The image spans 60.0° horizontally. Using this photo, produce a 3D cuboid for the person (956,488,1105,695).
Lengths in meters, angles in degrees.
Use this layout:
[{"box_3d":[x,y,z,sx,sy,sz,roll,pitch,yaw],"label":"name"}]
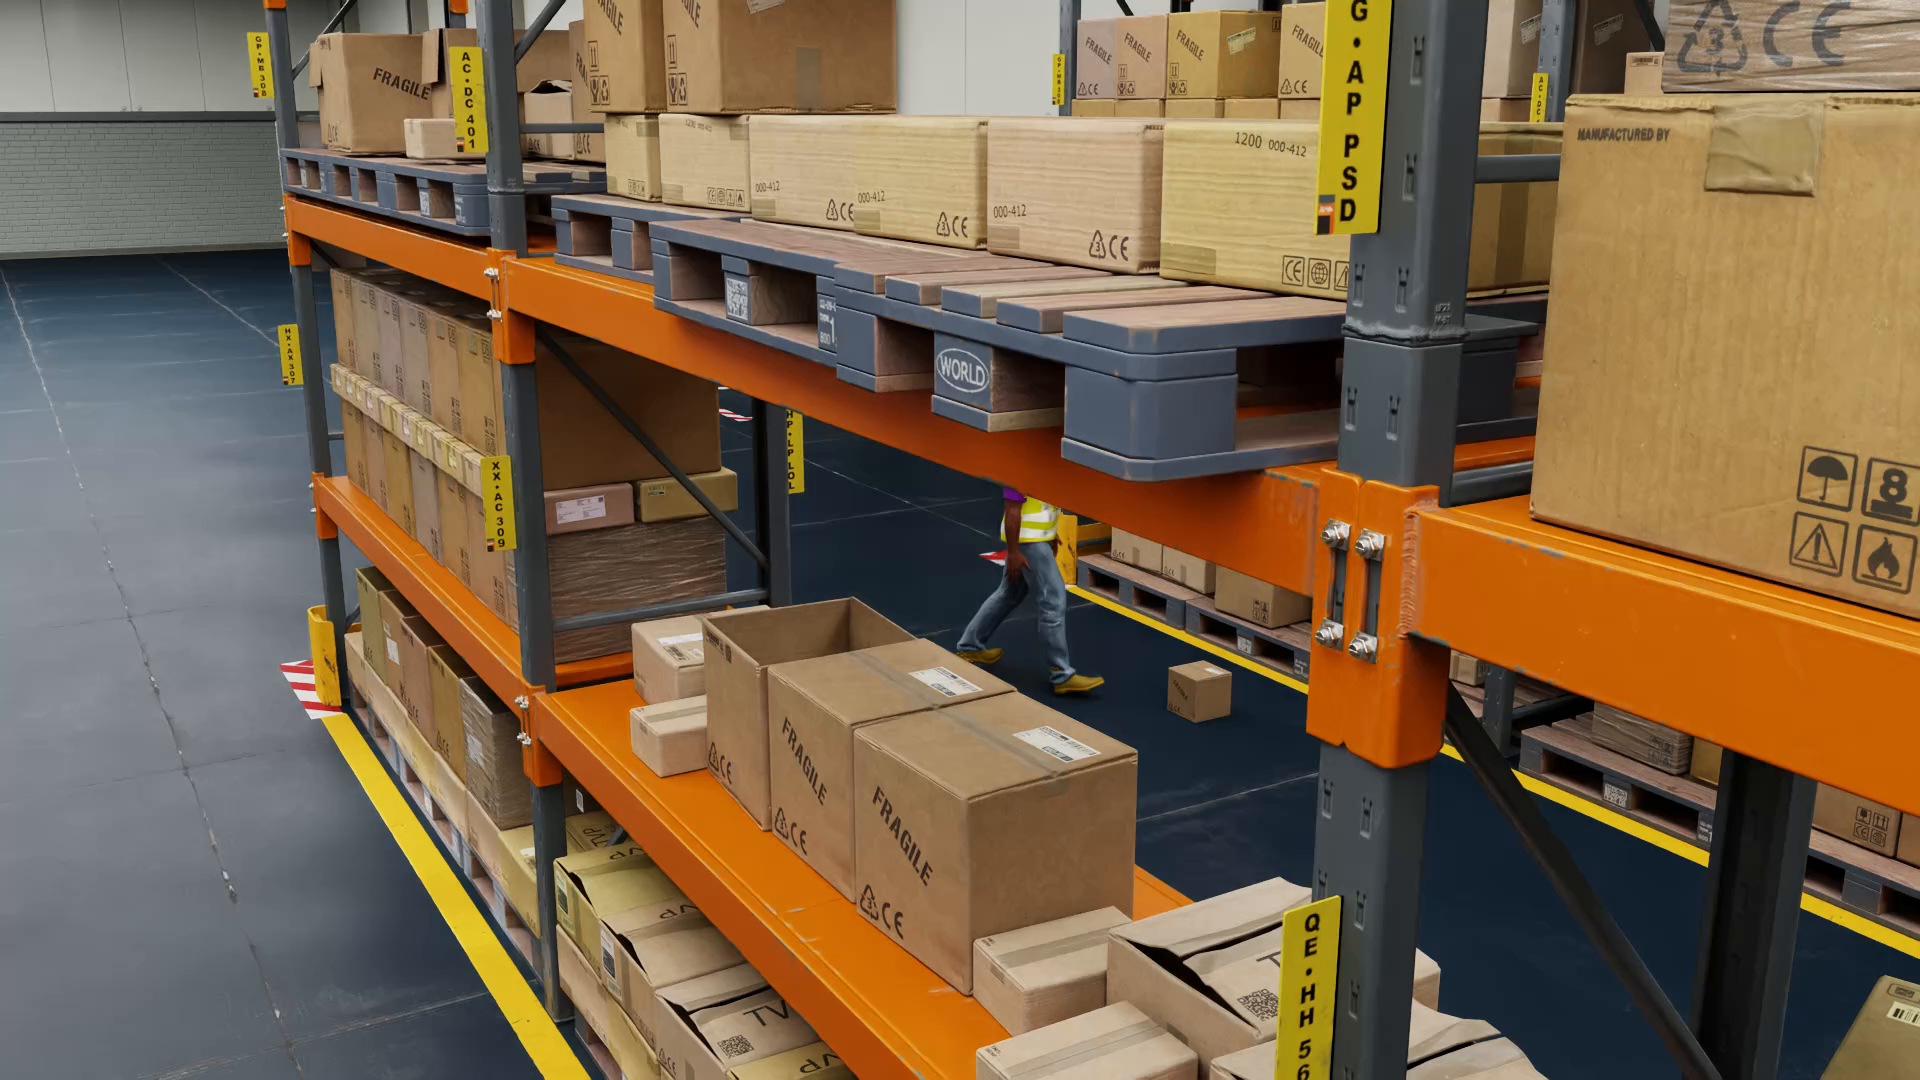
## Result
[{"box_3d":[0.410,-0.013,9.544,0.923,1.746,0.585,3,15,11],"label":"person"}]
